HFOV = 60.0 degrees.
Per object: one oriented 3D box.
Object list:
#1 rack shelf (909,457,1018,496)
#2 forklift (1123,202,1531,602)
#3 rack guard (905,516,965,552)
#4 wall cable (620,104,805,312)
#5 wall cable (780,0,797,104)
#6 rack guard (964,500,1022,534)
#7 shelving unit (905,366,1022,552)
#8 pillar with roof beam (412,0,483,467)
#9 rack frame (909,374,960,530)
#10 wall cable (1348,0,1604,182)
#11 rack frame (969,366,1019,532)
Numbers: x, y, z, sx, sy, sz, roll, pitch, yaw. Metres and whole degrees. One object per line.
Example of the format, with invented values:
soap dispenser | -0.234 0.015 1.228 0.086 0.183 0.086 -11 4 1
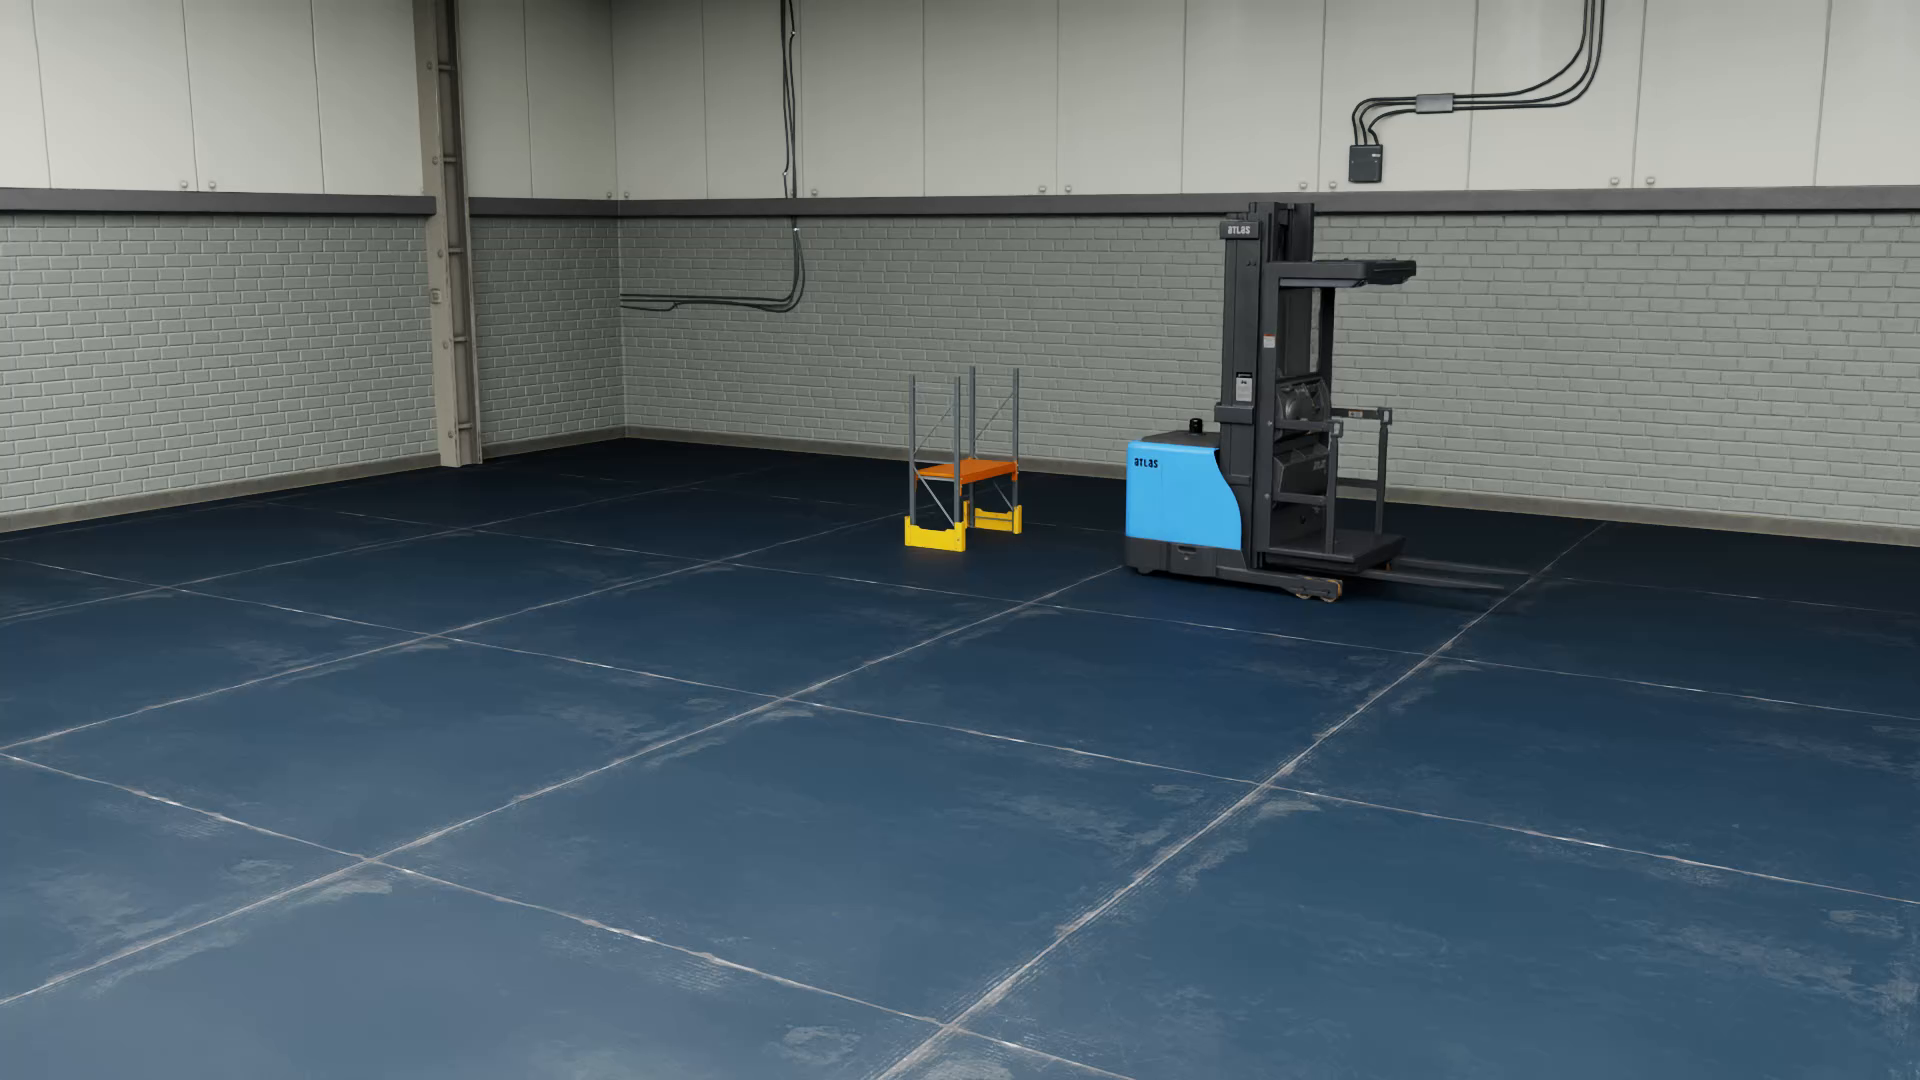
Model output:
rack shelf | 0.044 -0.574 14.835 0.538 0.185 1.000 6 12 31
forklift | 2.816 -1.088 12.717 3.031 2.935 1.130 7 13 34
rack guard | -0.219 -0.057 14.491 0.587 0.250 0.087 6 12 31
wall cable | -3.235 -4.128 20.905 3.097 2.526 0.112 6 12 31
wall cable | -0.923 -6.352 19.059 3.097 2.526 0.112 6 12 31
rack guard | 0.298 -0.213 15.328 0.587 0.250 0.087 6 12 31
shelving unit | 0.040 -0.749 14.795 0.587 1.500 1.083 6 12 31
pillar with roof beam | -2.216 -4.906 16.622 9.100 9.000 0.400 6 12 31
rack frame | -0.220 -0.671 14.375 0.500 1.500 0.032 6 12 31
wall cable | 4.870 -6.417 15.448 2.305 6.003 0.169 6 12 31
rack frame | 0.308 -0.831 15.229 0.500 1.500 0.032 6 12 31
